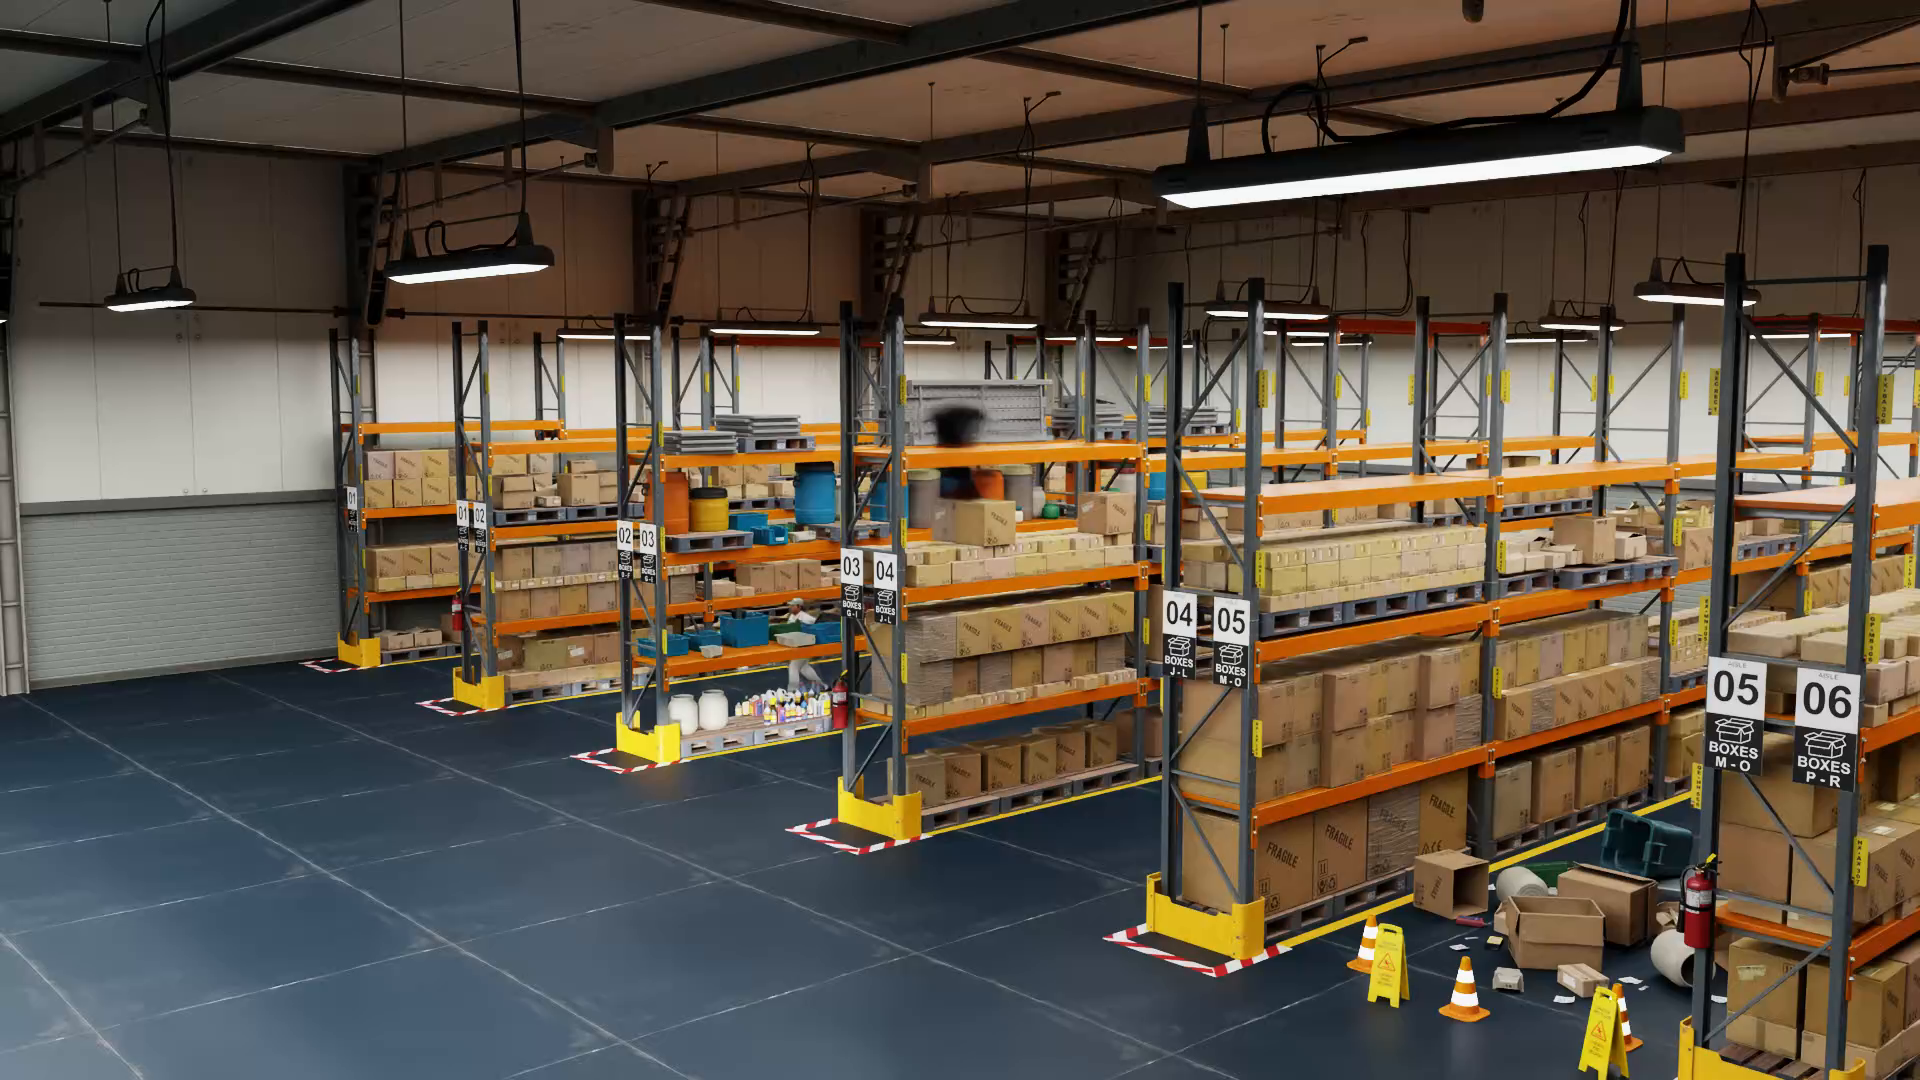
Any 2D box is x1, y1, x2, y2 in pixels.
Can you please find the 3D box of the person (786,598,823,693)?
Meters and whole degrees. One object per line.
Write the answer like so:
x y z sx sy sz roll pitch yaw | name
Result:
-2.470 1.744 26.296 0.834 1.701 0.603 -3 6 -29 | person
